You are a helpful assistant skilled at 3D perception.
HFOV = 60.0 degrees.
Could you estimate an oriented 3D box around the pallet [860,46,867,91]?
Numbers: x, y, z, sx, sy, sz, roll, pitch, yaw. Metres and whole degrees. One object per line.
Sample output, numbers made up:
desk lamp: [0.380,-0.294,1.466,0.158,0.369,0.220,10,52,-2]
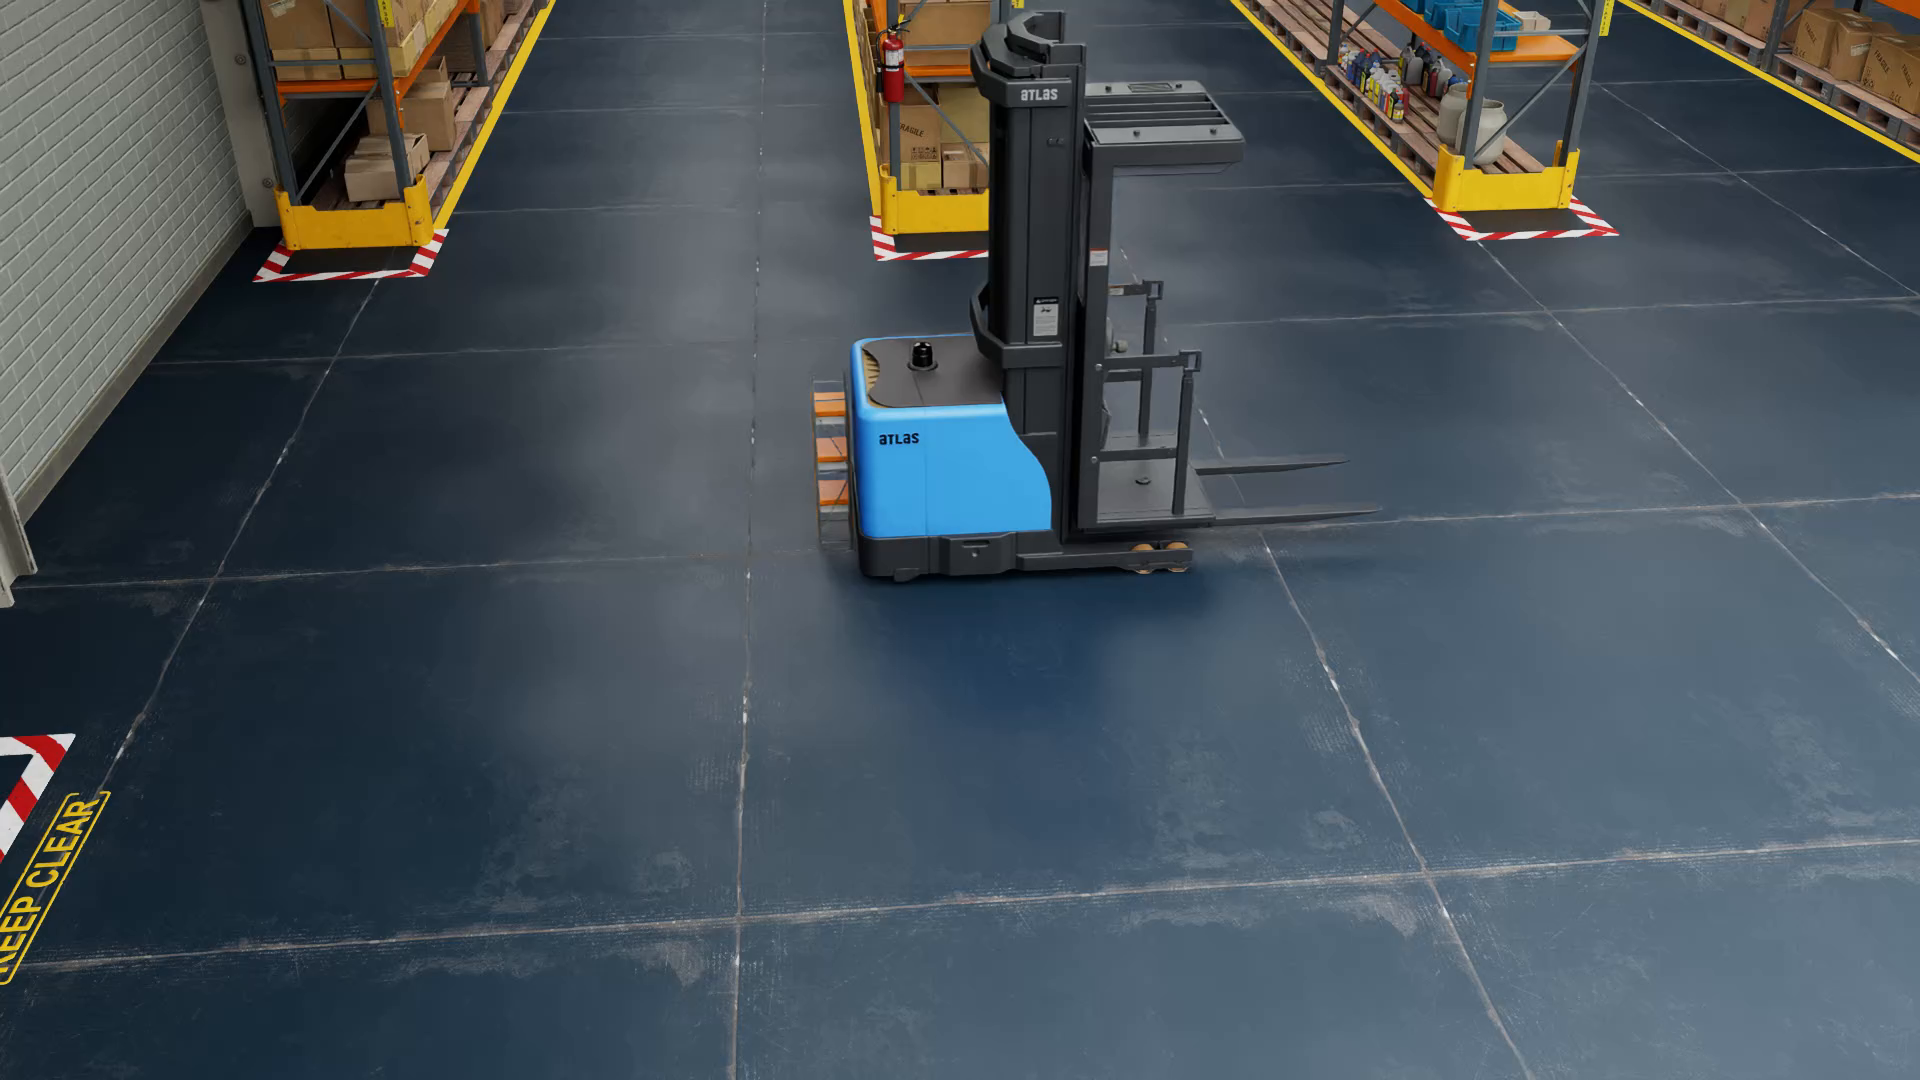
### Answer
pallet: [-0.570,-5.220,18.284,1.003,0.211,1.213,-3,31,-5]

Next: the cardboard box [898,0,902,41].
cardboard box: [-0.174,-4.550,14.346,0.700,0.500,0.500,-2,31,-3]

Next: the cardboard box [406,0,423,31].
cardboard box: [-4.802,-4.538,13.819,0.500,0.500,0.500,-3,31,-4]

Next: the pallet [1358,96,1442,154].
pallet: [4.608,-4.112,16.429,1.003,0.211,1.213,-3,31,-5]

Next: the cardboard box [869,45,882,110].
cardboard box: [-0.589,-4.347,15.644,0.500,0.500,0.500,-3,31,-5]

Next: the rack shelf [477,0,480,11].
rack shelf: [-5.581,-6.516,18.435,1.077,0.370,4.000,-3,31,-5]

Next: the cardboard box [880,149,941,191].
cardboard box: [-0.433,-3.260,14.555,0.500,0.250,0.500,-3,31,-5]

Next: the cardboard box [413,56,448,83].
cardboard box: [-5.257,-4.391,16.186,0.500,0.500,0.500,-5,31,-8]

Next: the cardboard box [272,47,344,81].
cardboard box: [-5.257,-3.935,13.540,0.500,0.250,0.500,-2,31,-4]

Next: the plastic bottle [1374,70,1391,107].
plastic bottle: [4.206,-4.489,16.496,0.144,0.351,0.185,-2,31,-3]

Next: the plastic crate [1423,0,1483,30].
plastic crate: [4.444,-4.745,14.915,0.499,0.251,0.408,-3,31,-5]

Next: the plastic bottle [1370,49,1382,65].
plastic bottle: [4.275,-4.905,17.191,0.144,0.351,0.185,-3,31,-5]

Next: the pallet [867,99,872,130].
pallet: [-0.430,-4.438,16.974,1.003,0.211,1.213,-3,31,-5]

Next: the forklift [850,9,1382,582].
forklift: [0.903,-1.334,9.126,3.031,2.935,1.130,-3,31,-5]

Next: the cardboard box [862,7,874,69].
cardboard box: [-0.731,-5.113,16.926,0.500,0.500,0.500,-3,31,-5]

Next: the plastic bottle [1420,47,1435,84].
plastic bottle: [4.835,-4.917,17.211,0.144,0.351,0.185,-4,31,-7]

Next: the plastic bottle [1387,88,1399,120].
plastic bottle: [4.206,-4.234,16.134,0.061,0.283,0.133,-2,31,-3]

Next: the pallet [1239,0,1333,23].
pallet: [4.129,-6.726,20.805,1.003,0.211,1.213,-3,31,-5]

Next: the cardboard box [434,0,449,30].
cardboard box: [-4.899,-4.753,14.909,0.500,0.250,0.500,-2,31,-4]

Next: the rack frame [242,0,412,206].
rack frame: [-5.021,-3.761,13.122,1.000,3.000,0.127,-3,31,-5]

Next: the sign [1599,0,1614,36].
sign: [5.391,-4.379,13.887,0.100,0.325,0.005,-3,31,-5]

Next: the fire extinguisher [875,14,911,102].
fire extinguisher: [-0.540,-3.885,13.405,0.296,0.674,0.183,-3,31,-5]

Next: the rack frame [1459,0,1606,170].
rack frame: [4.843,-4.236,13.917,1.000,3.000,0.127,-3,31,-5]

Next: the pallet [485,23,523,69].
pallet: [-5.586,-5.628,18.967,1.003,0.211,1.213,-3,31,-5]

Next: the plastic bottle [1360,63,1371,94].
plastic bottle: [4.123,-4.686,16.891,0.061,0.283,0.133,-1,31,-2]

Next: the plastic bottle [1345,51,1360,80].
plastic bottle: [4.120,-4.950,17.340,0.152,0.276,0.135,-2,31,-3]

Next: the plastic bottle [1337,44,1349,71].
plastic bottle: [4.063,-5.112,17.615,0.097,0.271,0.097,0,31,0]

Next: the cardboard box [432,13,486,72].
cardboard box: [-5.480,-5.294,17.697,0.700,0.500,0.500,-2,31,-3]

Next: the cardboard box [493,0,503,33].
cardboard box: [-5.642,-6.075,19.005,0.700,0.500,0.500,-3,31,-5]

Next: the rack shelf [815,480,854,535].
rack shelf: [-0.727,-0.193,9.612,0.215,0.259,0.240,-3,31,-5]

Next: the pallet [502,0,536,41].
pallet: [-5.696,-6.250,20.007,1.003,0.211,1.213,-3,31,-5]

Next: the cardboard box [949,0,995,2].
cardboard box: [0.089,-4.533,13.684,0.380,0.149,0.250,-3,31,-5]

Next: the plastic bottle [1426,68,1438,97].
plastic bottle: [4.770,-4.634,16.804,0.061,0.283,0.133,-3,31,-5]

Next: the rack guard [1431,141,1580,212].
rack guard: [4.789,-3.199,14.619,1.175,0.500,0.348,-3,31,-5]

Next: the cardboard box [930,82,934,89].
cardboard box: [-0.026,-4.117,15.258,0.500,0.500,0.500,-3,31,-5]

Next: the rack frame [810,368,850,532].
rack frame: [-0.739,-0.503,9.568,0.200,1.050,0.008,-3,31,-5]

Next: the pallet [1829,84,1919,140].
pallet: [9.616,-4.353,16.832,1.003,0.211,1.213,-3,31,-5]

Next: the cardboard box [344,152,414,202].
cardboard box: [-4.996,-3.153,14.298,0.500,0.311,0.500,-6,31,-10]

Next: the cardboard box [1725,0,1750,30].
cardboard box: [9.339,-6.190,19.197,0.700,0.500,0.500,-3,31,-5]

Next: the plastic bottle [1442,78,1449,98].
plastic bottle: [4.914,-4.546,16.735,0.097,0.201,0.097,0,31,0]

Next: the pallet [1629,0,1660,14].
pallet: [9.099,-6.961,21.199,1.003,0.211,1.213,-3,31,-5]

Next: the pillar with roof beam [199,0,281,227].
pillar with roof beam: [-1.661,-6.859,12.458,9.100,9.000,0.400,-3,31,-5]

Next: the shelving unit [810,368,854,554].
shelving unit: [-0.727,-0.441,9.464,0.215,1.050,0.252,-3,31,-5]

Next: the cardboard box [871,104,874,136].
cardboard box: [-0.585,-4.025,15.836,0.500,0.250,0.500,-3,31,-5]

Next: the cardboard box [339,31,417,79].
cardboard box: [-4.750,-3.970,13.598,0.500,0.250,0.500,-4,31,-6]

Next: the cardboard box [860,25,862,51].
cardboard box: [-0.835,-5.499,18.303,0.500,0.250,0.500,-3,31,-5]

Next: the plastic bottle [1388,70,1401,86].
plastic bottle: [4.334,-4.572,16.707,0.152,0.276,0.135,-3,31,-5]

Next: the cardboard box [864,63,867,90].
cardboard box: [-0.721,-4.791,17.119,0.500,0.250,0.500,-3,31,-5]

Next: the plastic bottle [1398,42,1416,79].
plastic bottle: [4.673,-5.008,17.364,0.144,0.351,0.185,-3,31,-5]

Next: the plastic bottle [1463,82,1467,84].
plastic bottle: [4.952,-4.369,16.372,0.097,0.271,0.097,0,31,0]

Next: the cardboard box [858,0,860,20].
cardboard box: [-0.885,-5.997,18.590,0.500,0.311,0.500,-3,31,-5]

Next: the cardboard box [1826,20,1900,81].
cardboard box: [9.459,-5.124,17.433,0.500,0.500,0.500,7,32,11]

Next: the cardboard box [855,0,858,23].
cardboard box: [-0.977,-6.282,19.614,0.500,0.250,0.500,-4,31,-6]
